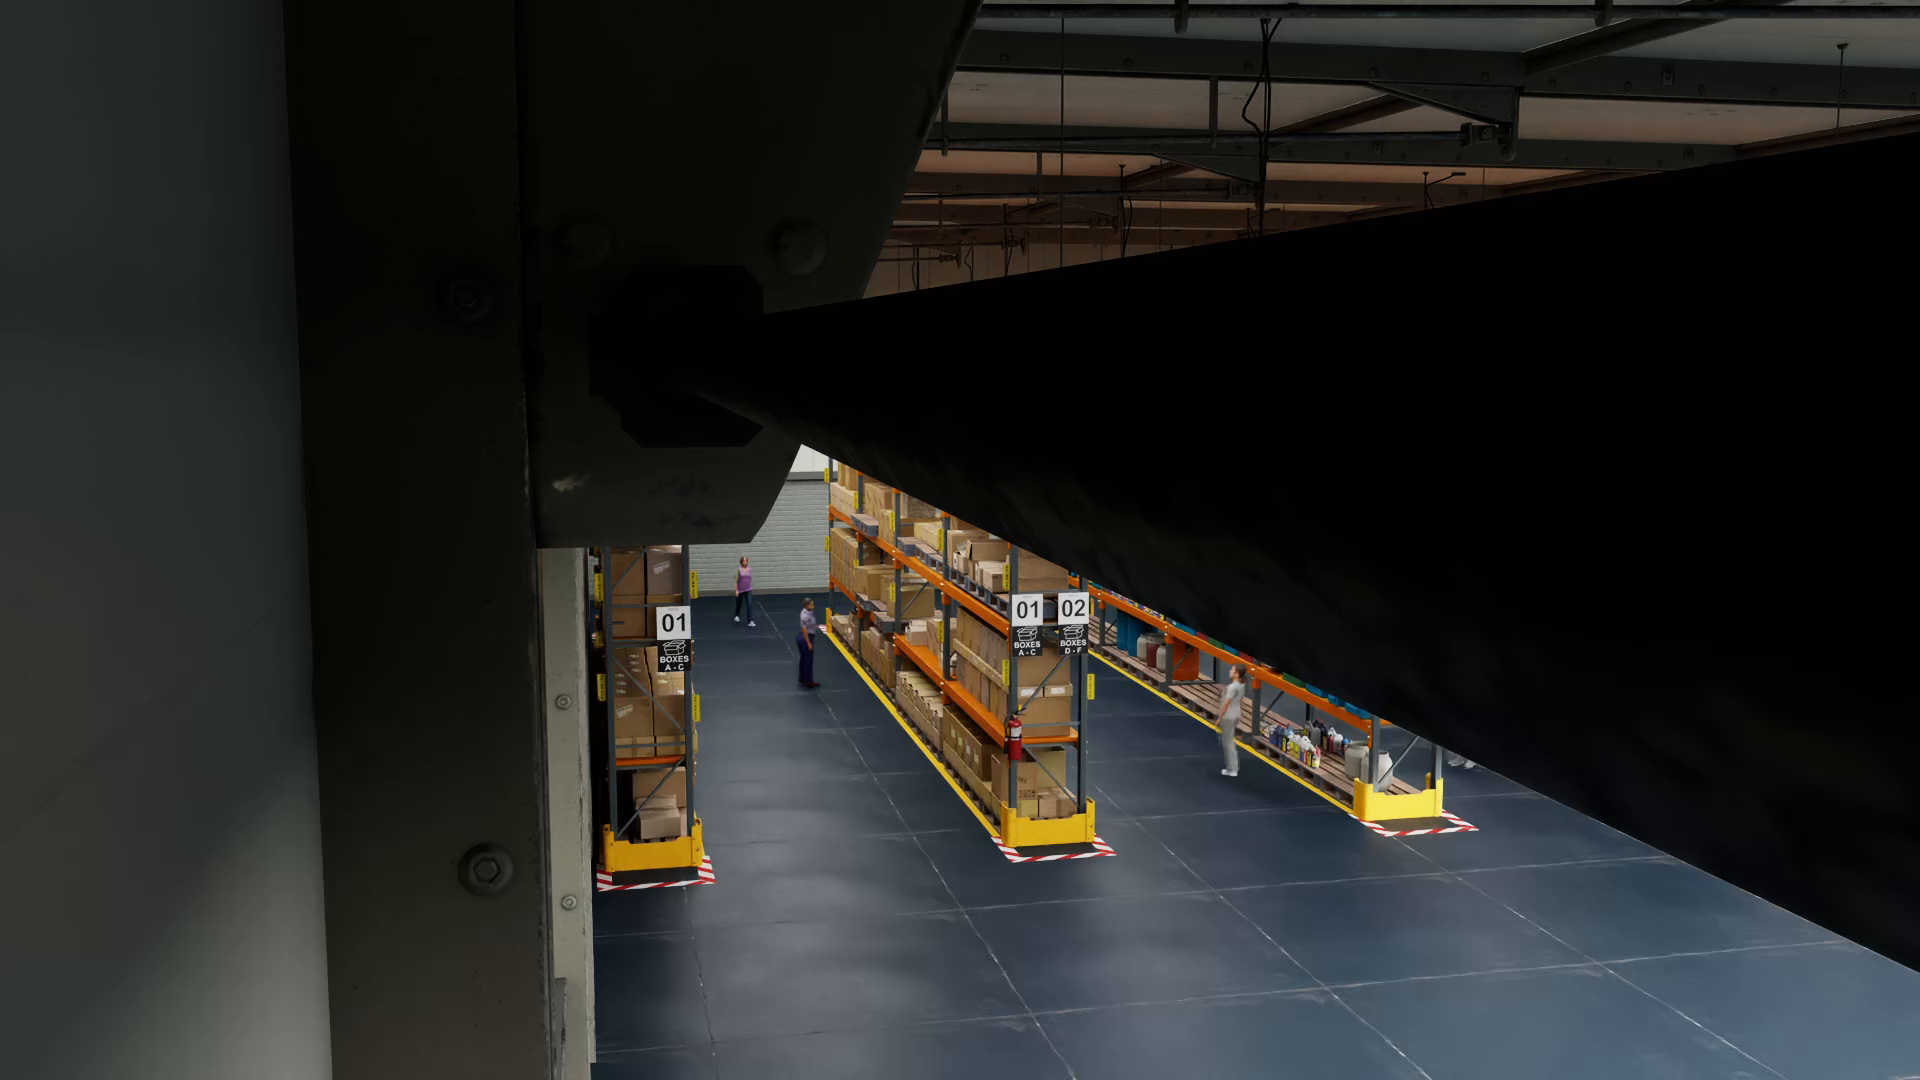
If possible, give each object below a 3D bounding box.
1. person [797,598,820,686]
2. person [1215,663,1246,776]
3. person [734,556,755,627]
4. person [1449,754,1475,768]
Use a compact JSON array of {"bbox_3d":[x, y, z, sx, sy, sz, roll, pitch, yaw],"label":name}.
[{"bbox_3d":[-2.801,1.882,30.688,0.421,1.649,0.566,0,7,-1],"label":"person"},{"bbox_3d":[3.908,2.629,24.294,0.474,1.658,0.497,6,9,41],"label":"person"},{"bbox_3d":[-4.856,1.133,37.247,0.438,1.545,0.972,-3,7,-22],"label":"person"},{"bbox_3d":[7.550,2.550,24.824,0.505,1.701,0.401,6,9,42],"label":"person"}]
